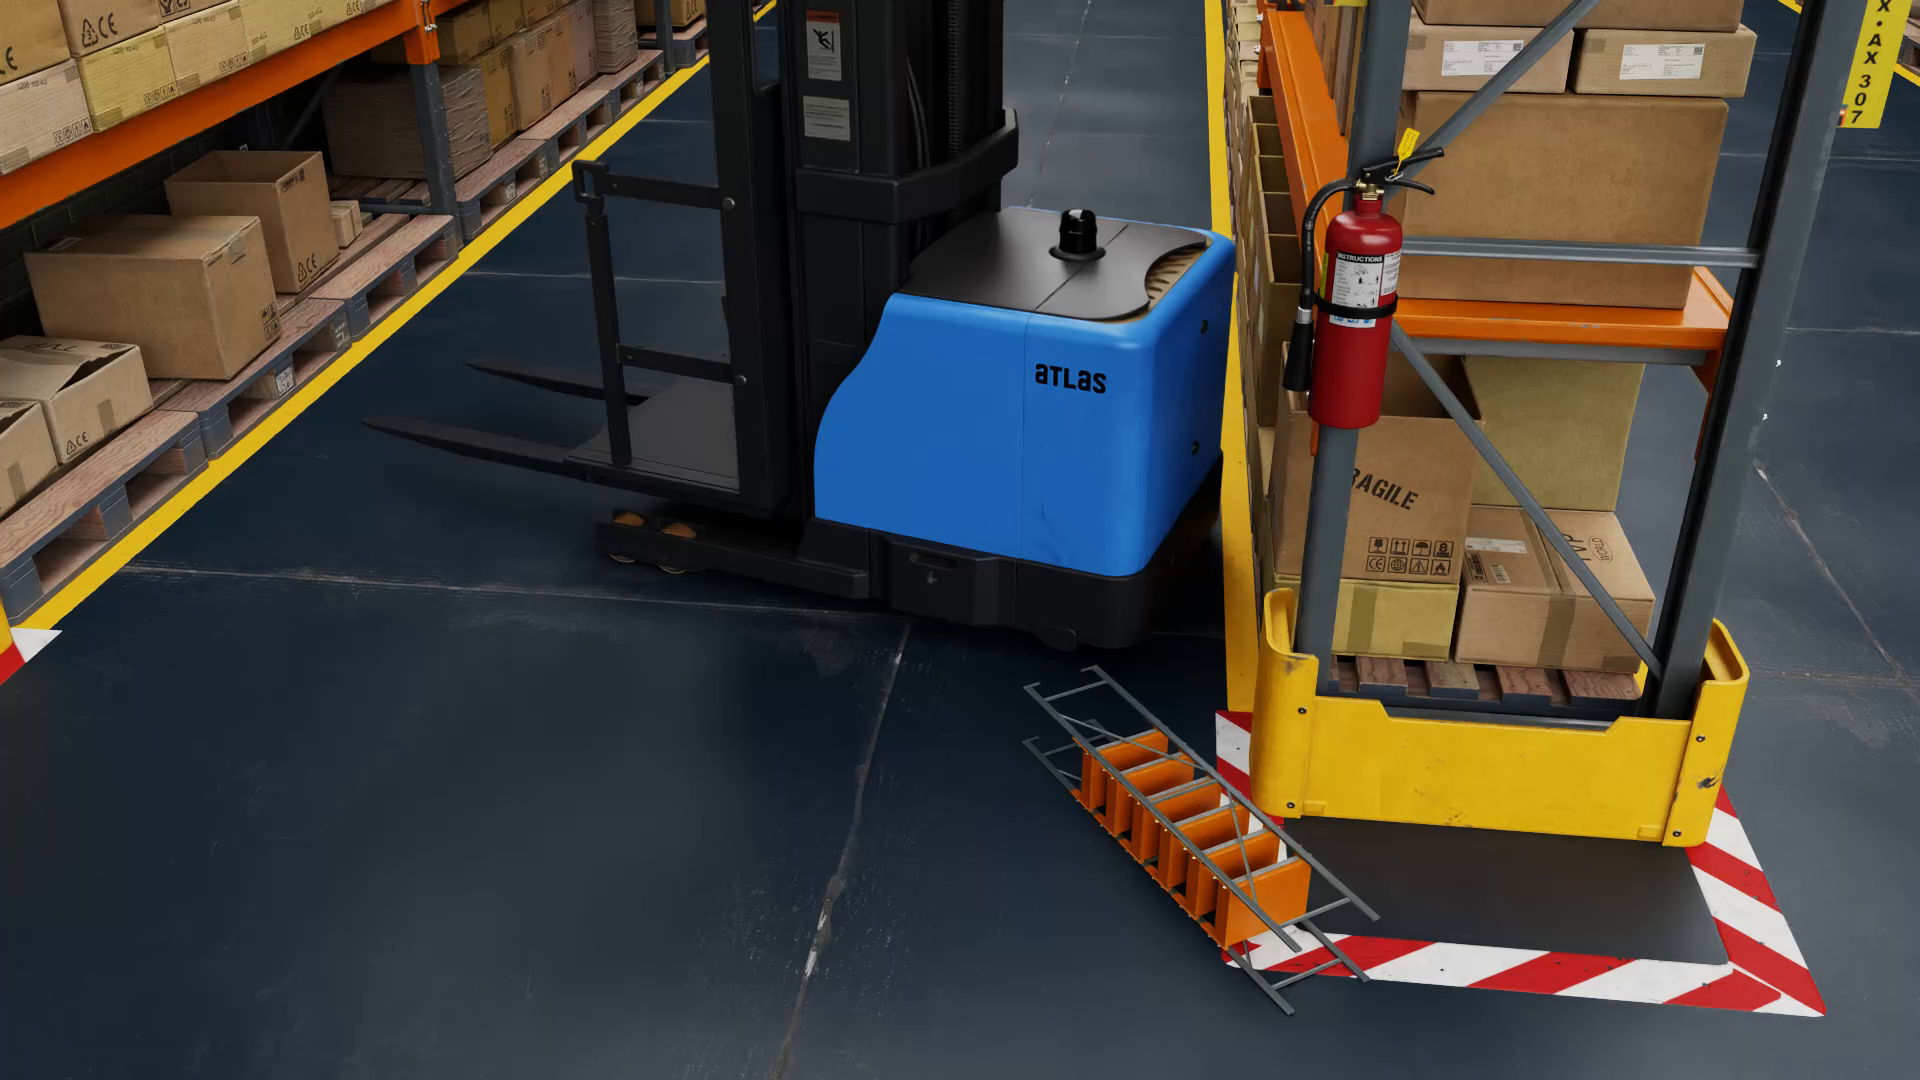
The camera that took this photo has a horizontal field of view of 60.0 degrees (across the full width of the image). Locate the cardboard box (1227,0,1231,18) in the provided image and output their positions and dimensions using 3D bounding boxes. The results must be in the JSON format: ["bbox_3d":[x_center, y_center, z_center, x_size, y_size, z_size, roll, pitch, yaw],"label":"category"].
[{"bbox_3d":[2.304,-4.209,12.572,0.500,0.500,0.500,2,28,4],"label":"cardboard box"}]

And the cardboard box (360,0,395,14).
[{"bbox_3d":[-2.806,-2.524,7.409,0.500,0.250,0.500,3,29,6],"label":"cardboard box"}]

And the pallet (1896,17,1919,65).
[{"bbox_3d":[7.481,-3.847,12.669,1.003,0.211,1.213,3,28,6],"label":"pallet"}]

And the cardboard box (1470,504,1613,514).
[{"bbox_3d":[1.722,-0.102,5.233,0.500,0.250,0.500,3,28,6],"label":"cardboard box"}]

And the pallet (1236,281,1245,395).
[{"bbox_3d":[1.729,-0.936,7.265,1.003,0.211,1.213,3,28,6],"label":"pallet"}]

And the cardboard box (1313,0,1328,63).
[{"bbox_3d":[1.762,-2.122,6.420,0.700,0.500,0.500,3,28,6],"label":"cardboard box"}]

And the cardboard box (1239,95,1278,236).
[{"bbox_3d":[1.501,-1.640,7.297,0.500,0.500,0.500,3,28,6],"label":"cardboard box"}]

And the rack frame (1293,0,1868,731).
[{"bbox_3d":[1.378,-0.653,3.799,1.000,3.000,0.127,3,28,6],"label":"rack frame"}]

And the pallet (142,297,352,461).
[{"bbox_3d":[-3.243,-0.700,6.826,1.003,0.211,1.213,3,28,6],"label":"pallet"}]

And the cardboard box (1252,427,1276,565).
[{"bbox_3d":[1.200,-0.133,5.290,0.500,0.250,0.500,3,28,6],"label":"cardboard box"}]

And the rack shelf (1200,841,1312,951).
[{"bbox_3d":[0.711,0.844,3.979,0.258,0.180,0.103,-14,31,-25],"label":"rack shelf"}]

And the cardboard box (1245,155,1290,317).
[{"bbox_3d":[1.378,-1.169,6.423,0.500,0.500,0.500,3,28,6],"label":"cardboard box"}]

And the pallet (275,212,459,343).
[{"bbox_3d":[-3.096,-1.276,7.895,1.003,0.211,1.213,3,28,6],"label":"pallet"}]

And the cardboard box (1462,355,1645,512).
[{"bbox_3d":[1.724,-0.432,5.055,0.500,0.500,0.500,3,28,6],"label":"cardboard box"}]

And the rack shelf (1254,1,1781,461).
[{"bbox_3d":[1.623,-1.277,5.717,1.077,0.370,4.000,3,28,6],"label":"rack shelf"}]

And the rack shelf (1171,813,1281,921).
[{"bbox_3d":[0.654,0.794,4.072,0.258,0.180,0.103,-14,31,-25],"label":"rack shelf"}]

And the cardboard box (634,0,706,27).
[{"bbox_3d":[-2.338,-4.281,12.358,0.750,0.750,0.750,3,28,6],"label":"cardboard box"}]

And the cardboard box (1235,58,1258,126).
[{"bbox_3d":[1.754,-2.444,8.989,0.500,0.311,0.500,3,28,6],"label":"cardboard box"}]

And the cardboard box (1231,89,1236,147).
[{"bbox_3d":[1.821,-2.440,9.573,0.500,0.250,0.500,4,29,7],"label":"cardboard box"}]

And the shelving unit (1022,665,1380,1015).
[{"bbox_3d":[0.562,0.712,4.224,0.258,0.189,1.200,-14,31,-25],"label":"shelving unit"}]

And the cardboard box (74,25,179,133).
[{"bbox_3d":[-3.046,-1.577,5.652,0.500,0.250,0.500,3,28,5],"label":"cardboard box"}]

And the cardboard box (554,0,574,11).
[{"bbox_3d":[-2.727,-3.521,10.504,0.500,0.250,0.500,4,29,7],"label":"cardboard box"}]

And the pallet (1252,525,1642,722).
[{"bbox_3d":[1.430,0.213,5.133,1.003,0.211,1.213,3,28,6],"label":"pallet"}]

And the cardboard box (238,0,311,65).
[{"bbox_3d":[-2.921,-2.052,6.533,0.500,0.250,0.500,3,28,6],"label":"cardboard box"}]

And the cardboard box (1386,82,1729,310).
[{"bbox_3d":[1.448,-0.916,4.181,0.700,0.500,0.500,3,28,6],"label":"cardboard box"}]

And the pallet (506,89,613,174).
[{"bbox_3d":[-2.808,-2.536,10.235,1.003,0.211,1.213,3,28,6],"label":"pallet"}]

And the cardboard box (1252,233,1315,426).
[{"bbox_3d":[1.257,-0.698,5.549,0.500,0.500,0.500,3,28,6],"label":"cardboard box"}]

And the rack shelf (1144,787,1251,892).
[{"bbox_3d":[0.598,0.744,4.165,0.258,0.180,0.103,-14,31,-25],"label":"rack shelf"}]

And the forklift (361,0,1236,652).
[{"bbox_3d":[-0.672,-1.394,5.247,3.031,2.935,1.130,11,30,20],"label":"forklift"}]

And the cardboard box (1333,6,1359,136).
[{"bbox_3d":[1.635,-1.644,5.534,0.700,0.500,0.500,4,29,8],"label":"cardboard box"}]

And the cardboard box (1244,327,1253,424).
[{"bbox_3d":[1.323,-0.603,6.163,0.500,0.250,0.500,3,28,6],"label":"cardboard box"}]

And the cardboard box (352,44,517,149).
[{"bbox_3d":[-2.961,-2.508,9.415,0.700,0.500,0.500,3,28,5],"label":"cardboard box"}]

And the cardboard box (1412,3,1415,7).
[{"bbox_3d":[1.267,-1.296,4.204,0.380,0.149,0.250,4,29,7],"label":"cardboard box"}]

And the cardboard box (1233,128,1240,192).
[{"bbox_3d":[1.695,-1.960,8.681,0.500,0.250,0.500,3,28,5],"label":"cardboard box"}]

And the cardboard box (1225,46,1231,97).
[{"bbox_3d":[1.942,-2.927,10.476,0.500,0.250,0.500,3,28,5],"label":"cardboard box"}]

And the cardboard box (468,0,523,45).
[{"bbox_3d":[-2.864,-3.045,9.620,0.500,0.250,0.500,3,28,5],"label":"cardboard box"}]

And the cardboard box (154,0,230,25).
[{"bbox_3d":[-2.990,-2.137,5.901,0.500,0.500,0.500,4,29,8],"label":"cardboard box"}]

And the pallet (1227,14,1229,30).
[{"bbox_3d":[2.639,-4.112,13.161,1.003,0.211,1.213,3,28,6],"label":"pallet"}]

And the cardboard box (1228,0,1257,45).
[{"bbox_3d":[2.003,-3.410,10.782,0.500,0.311,0.500,4,29,8],"label":"cardboard box"}]

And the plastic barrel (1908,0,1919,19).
[{"bbox_3d":[7.436,-4.252,12.660,0.421,0.512,0.421,0,28,0],"label":"plastic barrel"}]

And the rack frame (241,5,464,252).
[{"bbox_3d":[-3.048,-2.822,7.825,1.000,3.000,0.127,3,28,6],"label":"rack frame"}]

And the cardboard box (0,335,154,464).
[{"bbox_3d":[-3.295,-0.537,5.956,0.500,0.311,0.500,6,29,10],"label":"cardboard box"}]

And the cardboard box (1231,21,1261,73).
[{"bbox_3d":[1.882,-2.922,9.877,0.500,0.311,0.500,3,28,5],"label":"cardboard box"}]

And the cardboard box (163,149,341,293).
[{"bbox_3d":[-3.136,-1.424,7.402,0.500,0.500,0.500,1,28,2],"label":"cardboard box"}]

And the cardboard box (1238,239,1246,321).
[{"bbox_3d":[1.444,-1.074,7.037,0.500,0.250,0.500,3,28,6],"label":"cardboard box"}]

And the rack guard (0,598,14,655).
[{"bbox_3d":[-3.529,0.126,4.989,1.175,0.500,0.348,3,28,6],"label":"rack guard"}]

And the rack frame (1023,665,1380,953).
[{"bbox_3d":[0.562,0.632,4.180,0.240,0.006,1.200,-14,31,-25],"label":"rack frame"}]

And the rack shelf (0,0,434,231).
[{"bbox_3d":[-3.294,-1.563,6.248,1.077,0.370,4.000,3,28,6],"label":"rack shelf"}]

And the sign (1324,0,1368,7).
[{"bbox_3d":[0.841,-1.305,3.538,0.100,0.325,0.005,3,28,6],"label":"sign"}]

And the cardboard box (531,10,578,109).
[{"bbox_3d":[-2.806,-2.984,10.299,0.700,0.500,0.500,3,28,6],"label":"cardboard box"}]

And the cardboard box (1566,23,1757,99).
[{"bbox_3d":[1.640,-1.154,3.941,0.380,0.149,0.250,3,28,6],"label":"cardboard box"}]

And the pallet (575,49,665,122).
[{"bbox_3d":[-2.656,-3.109,11.298,1.003,0.211,1.213,3,28,6],"label":"pallet"}]

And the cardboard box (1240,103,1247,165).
[{"bbox_3d":[1.633,-1.964,8.098,0.500,0.311,0.500,3,28,6],"label":"cardboard box"}]

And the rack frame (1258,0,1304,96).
[{"bbox_3d":[1.868,-2.535,7.294,1.000,3.000,0.127,3,28,6],"label":"rack frame"}]

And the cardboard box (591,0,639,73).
[{"bbox_3d":[-2.595,-3.456,11.173,0.700,0.500,0.500,4,29,7],"label":"cardboard box"}]

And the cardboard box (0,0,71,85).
[{"bbox_3d":[-3.111,-1.651,4.998,0.500,0.500,0.500,3,29,6],"label":"cardboard box"}]

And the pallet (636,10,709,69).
[{"bbox_3d":[-2.387,-3.843,12.662,1.003,0.211,1.213,3,28,6],"label":"pallet"}]

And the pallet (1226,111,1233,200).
[{"bbox_3d":[2.067,-2.233,9.672,1.003,0.211,1.213,3,28,6],"label":"pallet"}]
